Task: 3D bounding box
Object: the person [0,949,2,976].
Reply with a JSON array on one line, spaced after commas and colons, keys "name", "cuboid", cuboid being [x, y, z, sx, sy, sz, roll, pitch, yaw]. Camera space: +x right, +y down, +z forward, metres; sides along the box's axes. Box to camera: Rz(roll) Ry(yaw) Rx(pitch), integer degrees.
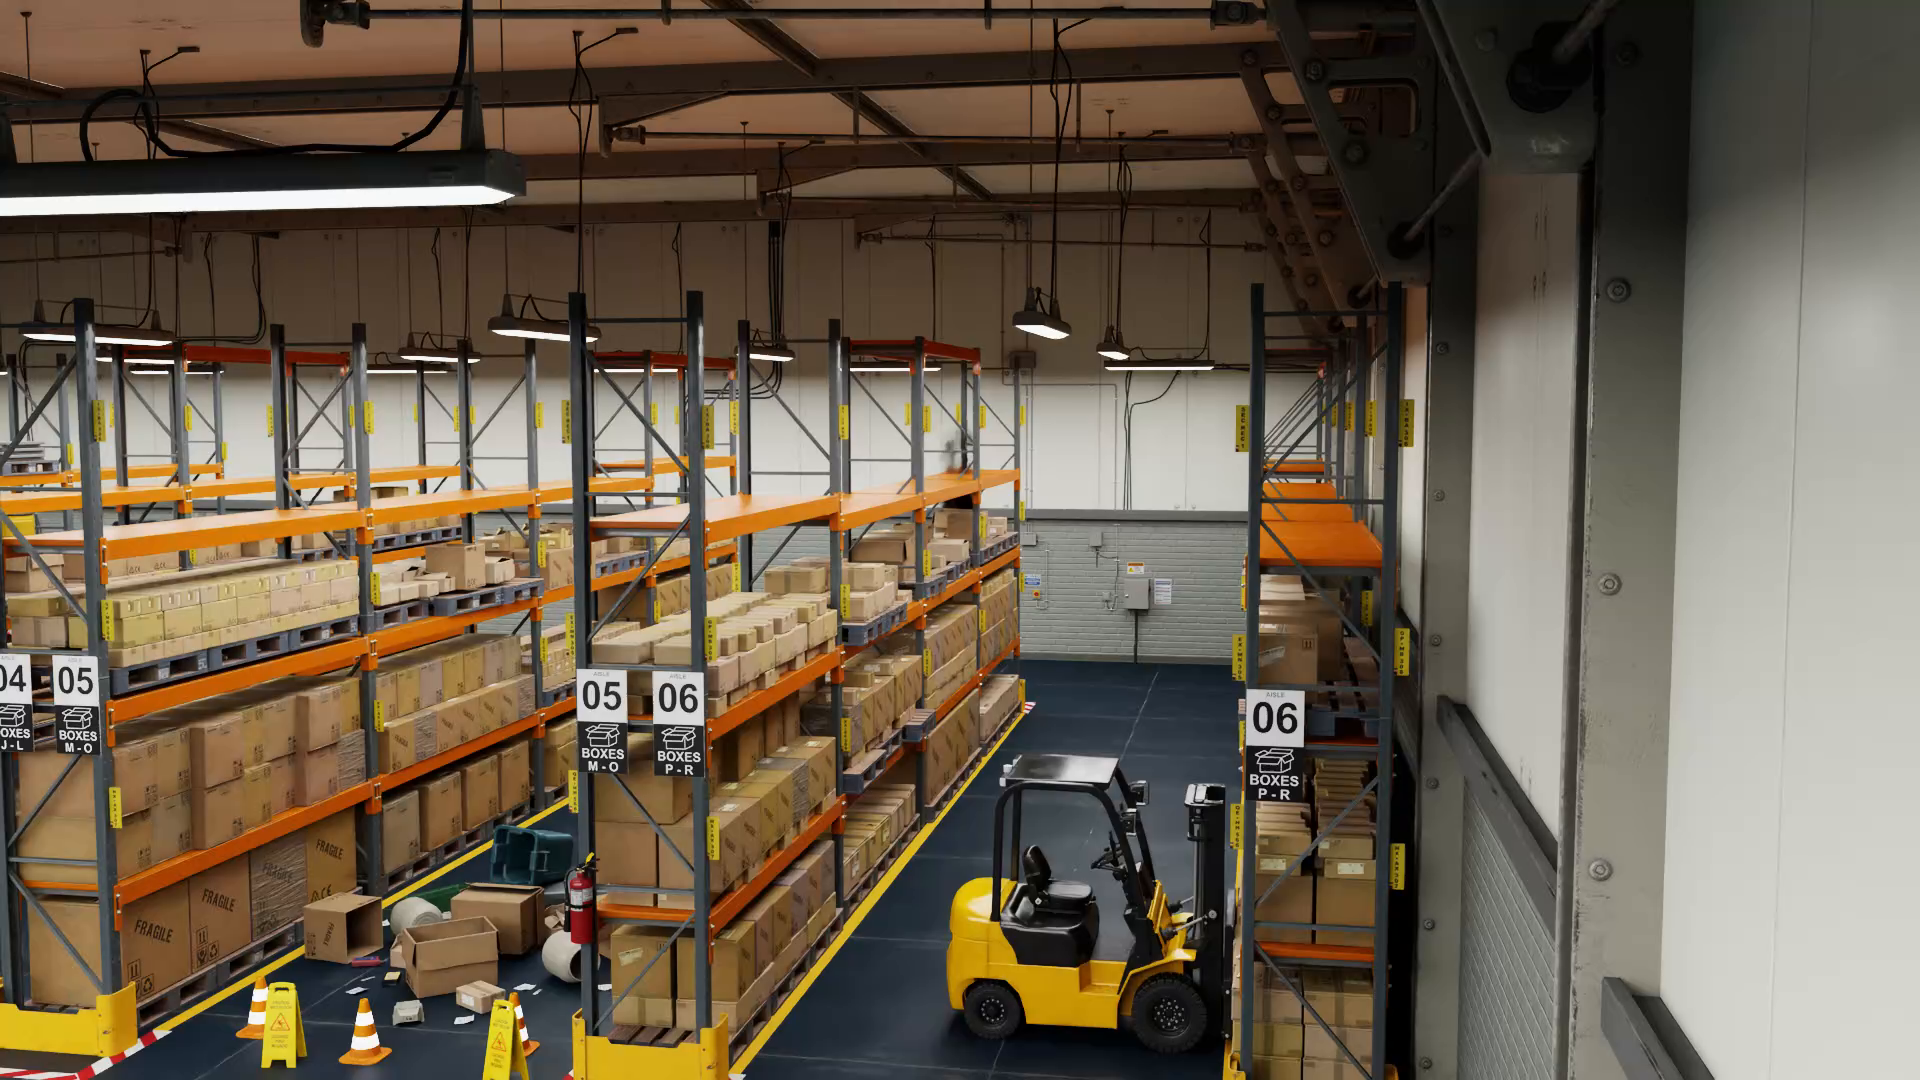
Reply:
[{"name": "person", "cuboid": [-8.770, 3.137, 14.804, 0.561, 1.681, 0.599, 0, 5, 5]}]
